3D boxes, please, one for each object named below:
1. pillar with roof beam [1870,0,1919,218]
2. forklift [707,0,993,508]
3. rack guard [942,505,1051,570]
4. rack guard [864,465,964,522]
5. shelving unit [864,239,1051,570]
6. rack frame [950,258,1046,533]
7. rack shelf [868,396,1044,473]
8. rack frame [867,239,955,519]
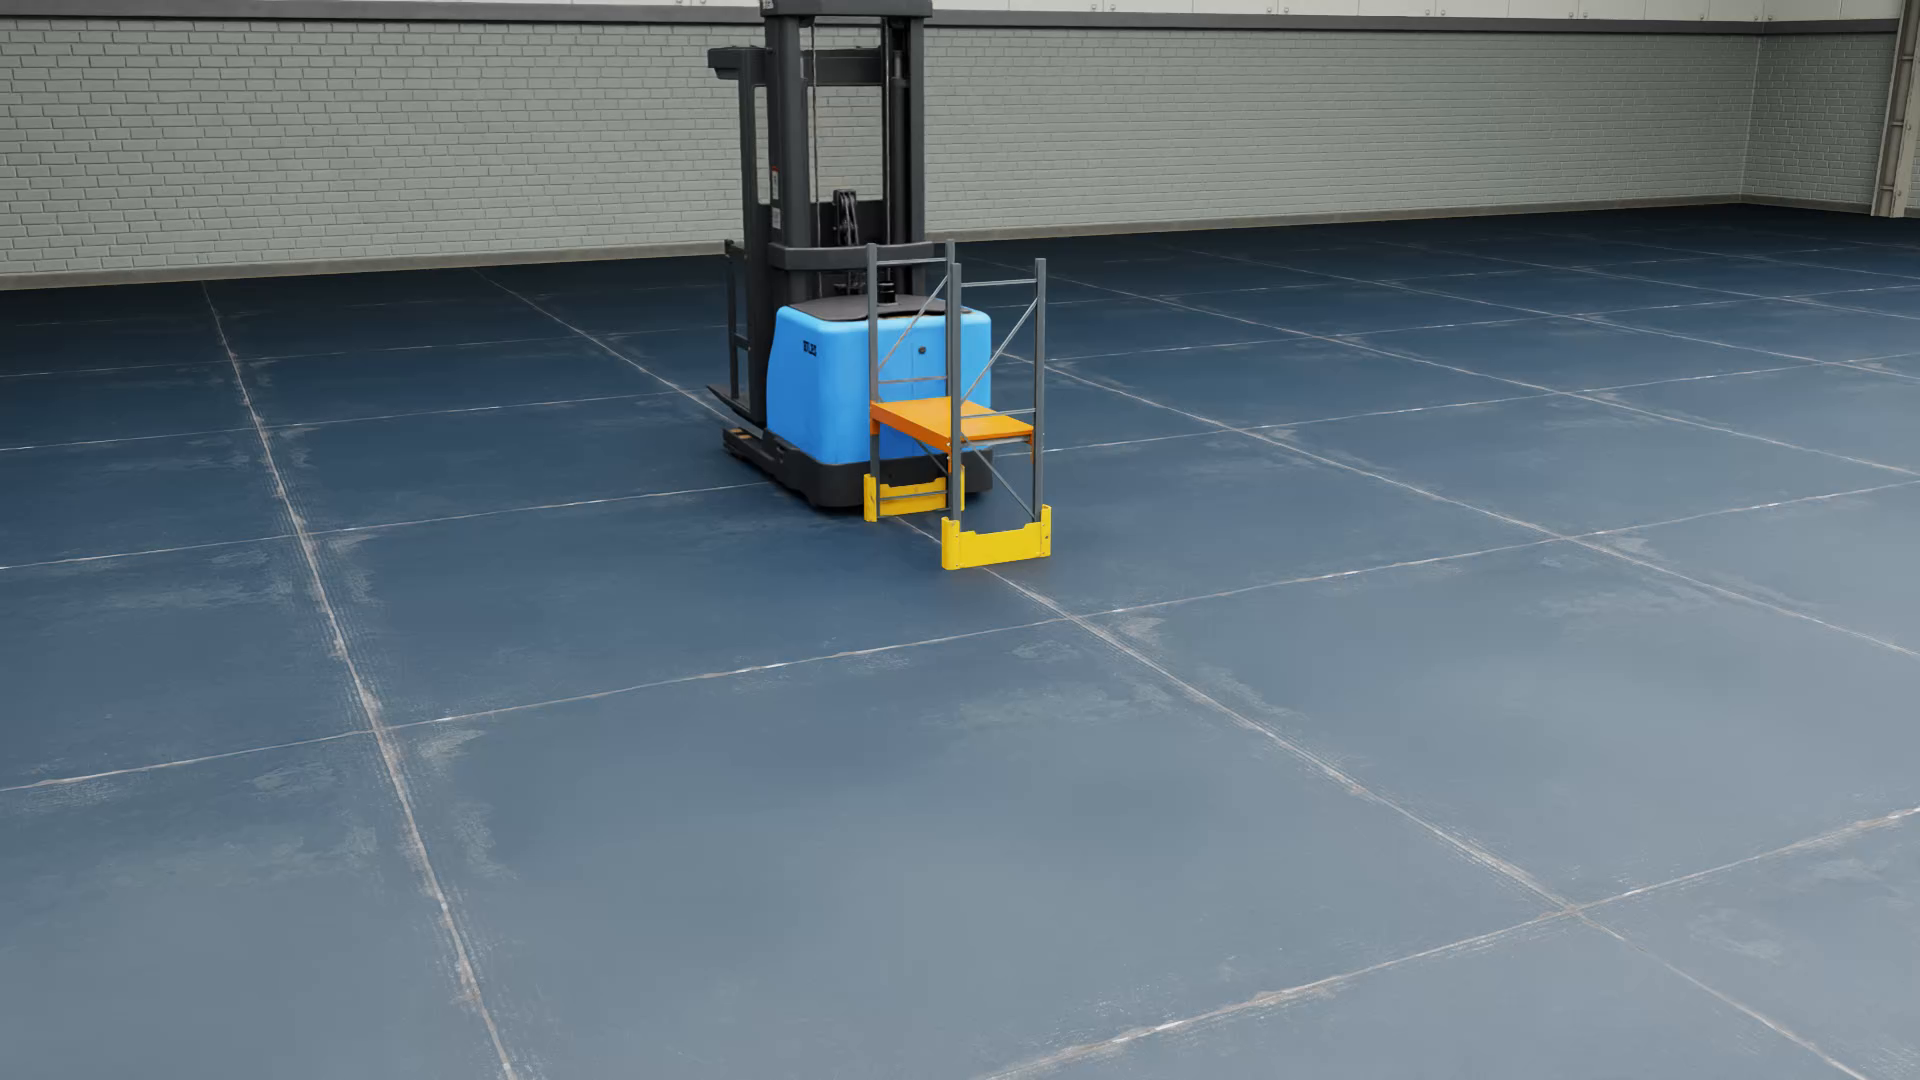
[{"bbox_3d":[11.315,-9.108,24.176,9.100,9.000,0.400,-8,18,-25],"label":"pillar with roof beam"},{"bbox_3d":[-0.870,-1.950,10.233,1.130,2.935,3.031,-7,17,-23],"label":"forklift"},{"bbox_3d":[0.185,-0.016,8.351,0.587,0.250,0.087,-8,18,-25],"label":"rack guard"},{"bbox_3d":[-0.251,-0.262,9.212,0.587,0.250,0.087,-8,18,-25],"label":"rack guard"},{"bbox_3d":[-0.033,-0.740,8.609,0.587,1.500,1.083,-8,18,-25],"label":"shelving unit"},{"bbox_3d":[0.185,-0.616,8.178,0.500,1.500,0.032,-8,18,-25],"label":"rack frame"},{"bbox_3d":[-0.037,-0.569,8.667,0.538,0.185,1.000,-8,18,-25],"label":"rack shelf"},{"bbox_3d":[-0.260,-0.868,9.057,0.500,1.500,0.032,-8,18,-25],"label":"rack frame"}]
